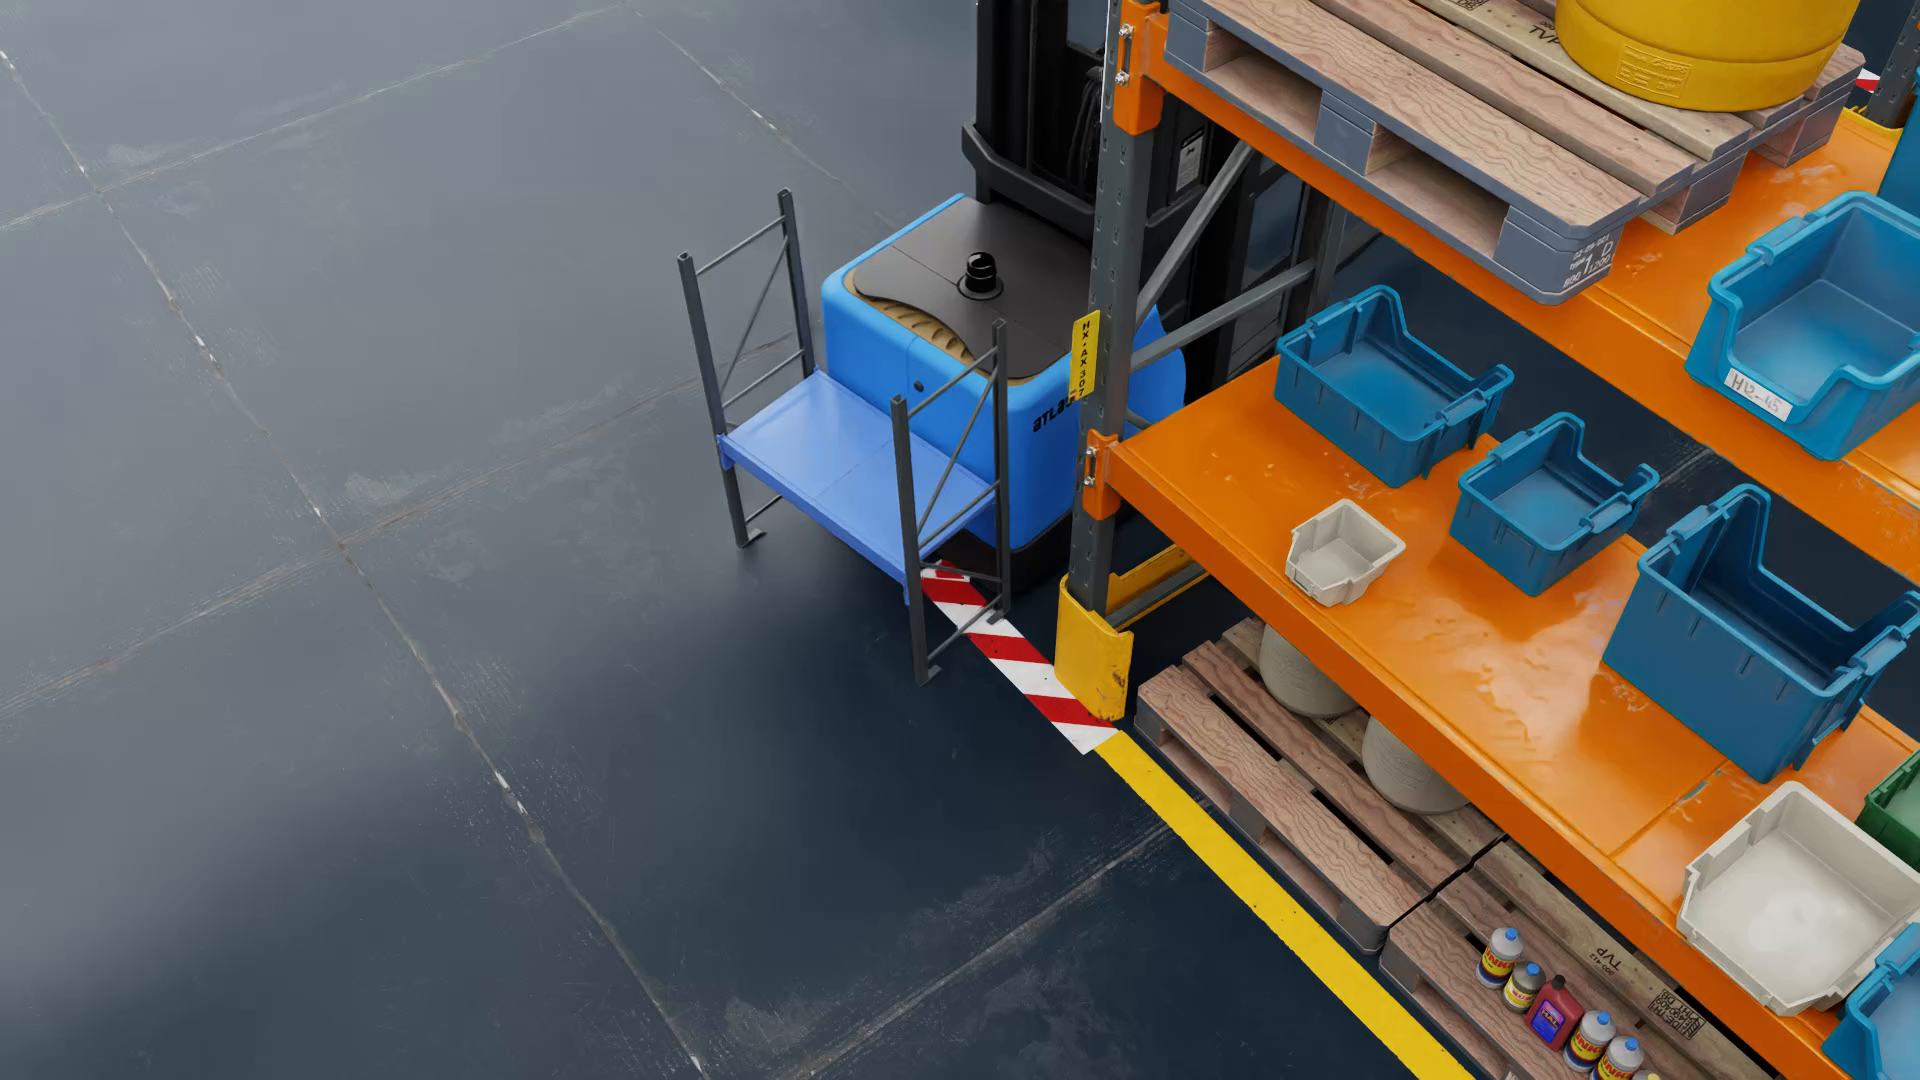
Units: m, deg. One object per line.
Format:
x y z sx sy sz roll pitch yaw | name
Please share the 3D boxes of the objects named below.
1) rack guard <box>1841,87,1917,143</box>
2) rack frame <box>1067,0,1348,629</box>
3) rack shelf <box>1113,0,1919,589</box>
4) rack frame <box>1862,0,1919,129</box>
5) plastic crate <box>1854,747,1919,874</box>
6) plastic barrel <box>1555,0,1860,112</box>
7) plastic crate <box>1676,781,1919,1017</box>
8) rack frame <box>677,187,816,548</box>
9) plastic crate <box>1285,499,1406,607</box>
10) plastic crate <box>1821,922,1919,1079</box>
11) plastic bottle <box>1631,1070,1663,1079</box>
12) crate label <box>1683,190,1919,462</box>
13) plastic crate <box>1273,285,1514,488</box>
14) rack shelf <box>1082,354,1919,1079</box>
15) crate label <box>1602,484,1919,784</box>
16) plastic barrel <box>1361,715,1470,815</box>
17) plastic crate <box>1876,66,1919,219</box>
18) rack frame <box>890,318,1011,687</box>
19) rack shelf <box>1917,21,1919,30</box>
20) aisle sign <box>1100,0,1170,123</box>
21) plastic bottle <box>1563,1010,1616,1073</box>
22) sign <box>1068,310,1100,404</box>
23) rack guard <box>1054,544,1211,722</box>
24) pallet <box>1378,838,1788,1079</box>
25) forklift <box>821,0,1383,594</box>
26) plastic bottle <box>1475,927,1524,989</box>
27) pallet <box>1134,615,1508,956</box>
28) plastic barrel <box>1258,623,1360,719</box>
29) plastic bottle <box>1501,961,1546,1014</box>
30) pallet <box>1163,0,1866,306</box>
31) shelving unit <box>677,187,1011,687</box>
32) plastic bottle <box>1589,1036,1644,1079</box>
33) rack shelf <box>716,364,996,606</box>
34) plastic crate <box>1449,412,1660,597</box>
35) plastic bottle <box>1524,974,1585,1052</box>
4.746 -2.098 8.314 1.175 0.500 0.348 -29 54 -24 | rack guard
0.816 -0.704 5.362 1.000 3.000 0.127 -29 54 -24 | rack frame
2.027 -0.291 3.449 1.077 0.370 4.000 -29 54 -24 | rack shelf
4.760 -2.924 7.375 1.000 3.000 0.127 -29 54 -24 | rack frame
2.641 0.799 4.143 0.450 0.188 0.662 -29 54 -24 | plastic crate
1.607 -1.301 3.468 0.600 0.588 0.600 0 48 0 | plastic barrel
2.053 0.899 4.087 0.530 0.136 0.437 -29 54 -24 | plastic crate
-0.745 -0.600 6.264 0.032 1.500 0.500 35 59 28 | rack frame
1.102 0.057 4.851 0.298 0.136 0.250 -29 54 -24 | plastic crate
2.352 1.174 3.761 0.499 0.251 0.616 -29 54 -24 | plastic crate
1.994 1.616 4.851 0.097 0.201 0.097 0 48 0 | plastic bottle
1.686 -0.410 3.171 0.502 0.251 0.408 -29 54 -24 | crate label
1.357 -0.493 5.272 0.499 0.251 0.616 -29 54 -24 | plastic crate
2.027 0.717 4.560 1.077 0.370 4.000 -29 54 -24 | rack shelf
2.146 0.248 4.475 0.502 0.435 0.616 -29 54 -24 | crate label
1.579 0.640 5.540 0.421 0.512 0.421 0 48 0 | plastic barrel
2.210 -0.717 3.360 0.392 0.384 0.575 -29 54 -24 | plastic crate
-0.009 -0.081 5.793 0.032 1.500 0.500 35 59 28 | rack frame
5.971 -1.503 6.572 1.077 0.370 4.000 -29 54 -24 | rack shelf
0.539 -1.488 4.319 0.394 0.787 0.004 -29 54 -24 | aisle sign
1.873 1.476 4.931 0.097 0.271 0.097 0 48 0 | plastic bottle
0.375 -0.553 5.038 0.100 0.325 0.005 -29 54 -24 | sign
0.899 0.159 6.267 1.175 0.500 0.348 -29 54 -24 | rack guard
2.121 1.457 5.286 1.003 0.211 1.213 -29 54 -24 | pallet
0.842 -1.774 6.379 1.130 2.935 3.031 35 57 27 | forklift
1.666 1.273 5.114 0.097 0.271 0.097 0 48 0 | plastic bottle
1.387 0.738 5.938 1.003 0.211 1.213 -29 54 -24 | pallet
1.275 0.344 5.808 0.421 0.512 0.421 0 48 0 | plastic barrel
1.728 1.358 5.085 0.097 0.201 0.097 0 48 0 | plastic bottle
1.239 -1.116 3.839 1.003 0.211 1.213 -29 54 -24 | pallet
-0.377 -0.340 6.029 1.048 1.500 0.538 35 59 28 | shelving unit
1.934 1.535 4.878 0.097 0.271 0.097 0 48 0 | plastic bottle
-0.371 -0.224 6.166 1.000 0.185 0.538 35 59 28 | rack shelf
1.746 -0.108 4.922 0.499 0.251 0.408 -29 54 -24 | plastic crate
1.788 1.411 4.981 0.061 0.283 0.133 -29 54 -23 | plastic bottle
